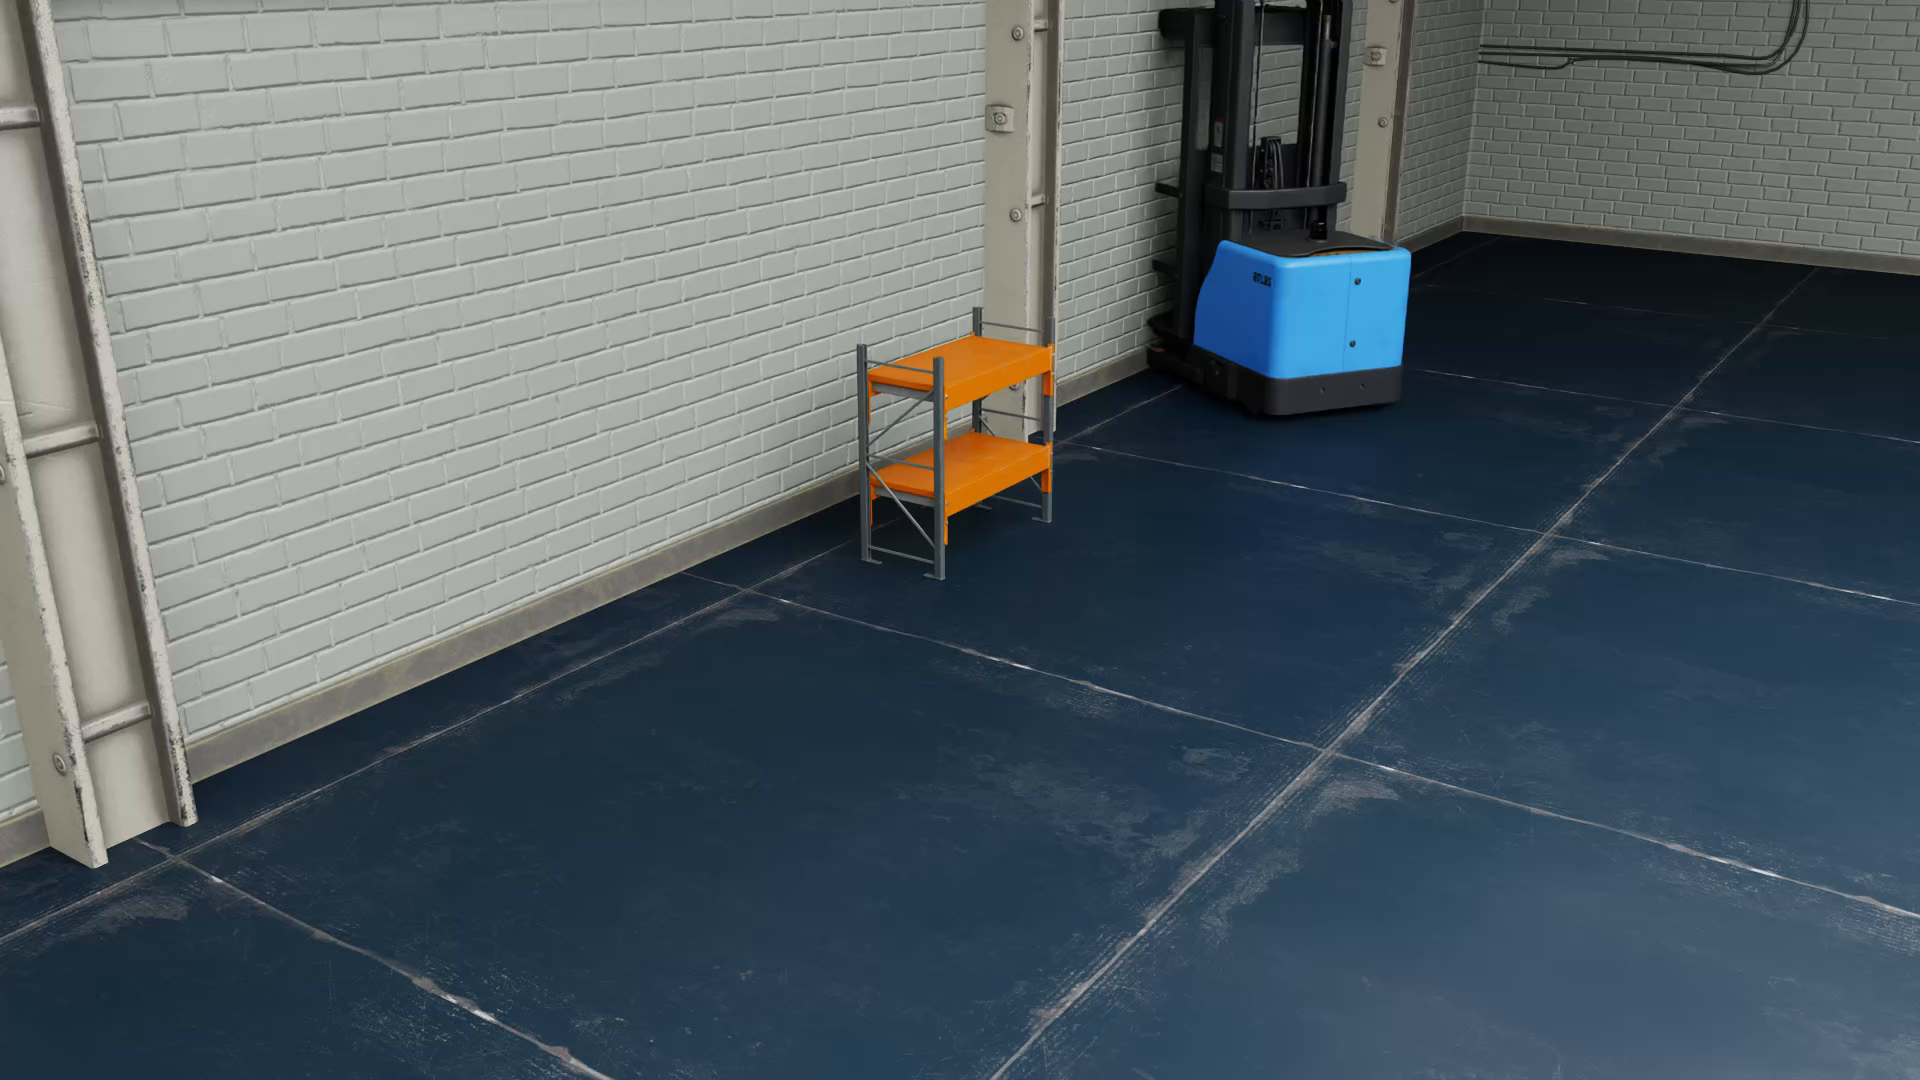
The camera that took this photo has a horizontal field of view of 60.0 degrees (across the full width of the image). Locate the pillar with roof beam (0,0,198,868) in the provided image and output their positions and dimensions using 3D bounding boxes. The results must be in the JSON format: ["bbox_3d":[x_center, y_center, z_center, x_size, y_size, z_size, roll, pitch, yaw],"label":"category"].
[{"bbox_3d":[0.568,-2.338,2.115,9.100,9.000,0.400,13,24,32],"label":"pillar with roof beam"}]

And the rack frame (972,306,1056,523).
[{"bbox_3d":[0.282,-0.671,8.959,0.500,1.125,0.032,13,24,32],"label":"rack frame"}]

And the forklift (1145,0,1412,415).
[{"bbox_3d":[1.925,-2.655,11.717,1.130,2.935,3.031,-8,22,-20],"label":"forklift"}]

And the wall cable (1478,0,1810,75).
[{"bbox_3d":[6.503,-5.752,15.819,3.097,2.526,0.112,13,24,32],"label":"wall cable"}]

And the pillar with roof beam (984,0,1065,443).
[{"bbox_3d":[3.941,-4.060,6.769,9.100,9.000,0.400,13,24,32],"label":"pillar with roof beam"}]

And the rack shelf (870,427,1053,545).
[{"bbox_3d":[-0.004,-0.296,8.649,0.538,0.278,1.000,13,24,32],"label":"rack shelf"}]

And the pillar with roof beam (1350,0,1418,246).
[{"bbox_3d":[7.314,-5.781,11.423,9.100,9.000,0.400,13,24,32],"label":"pillar with roof beam"}]

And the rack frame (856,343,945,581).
[{"bbox_3d":[-0.290,-0.380,8.170,0.500,1.125,0.032,13,24,32],"label":"rack frame"}]

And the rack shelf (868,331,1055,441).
[{"bbox_3d":[-0.004,-0.800,8.463,0.538,0.278,1.000,13,24,32],"label":"rack shelf"}]

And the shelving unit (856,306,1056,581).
[{"bbox_3d":[-0.004,-0.526,8.565,0.538,1.125,1.048,13,24,32],"label":"shelving unit"}]
